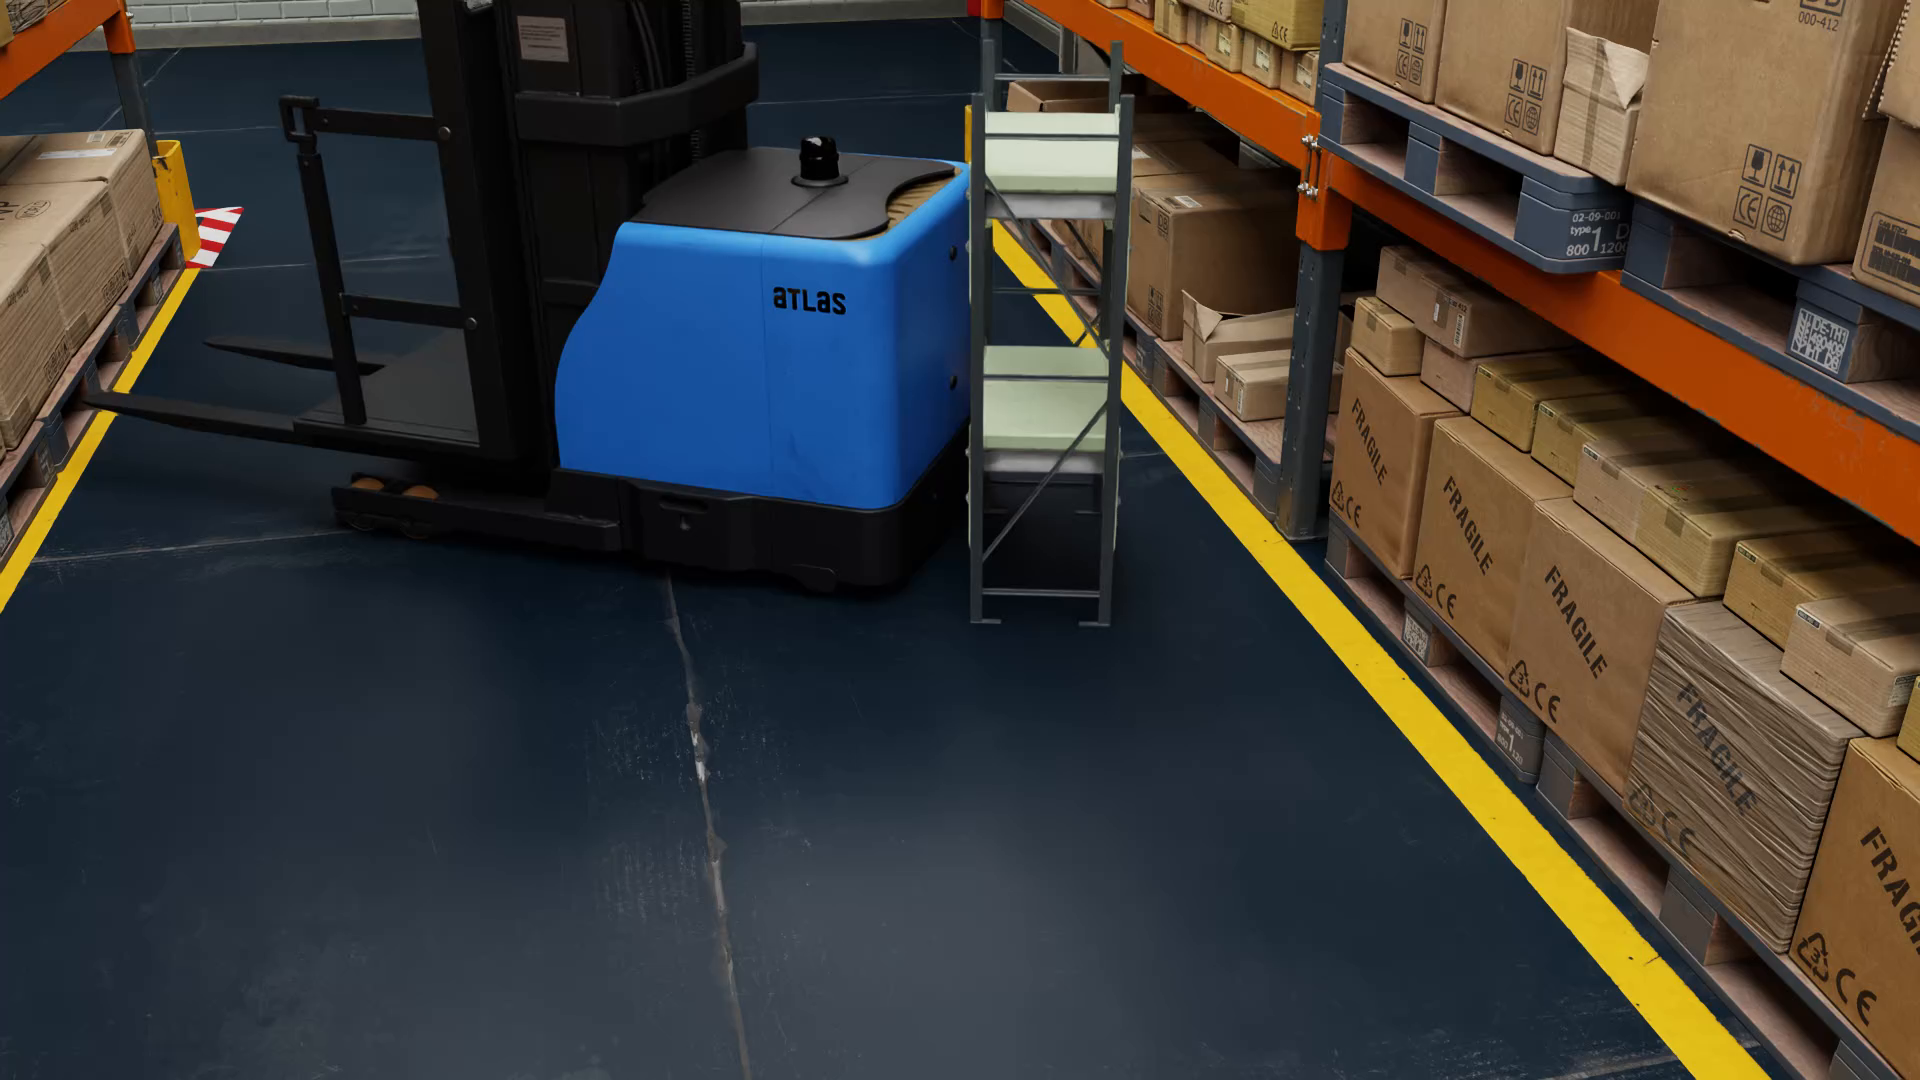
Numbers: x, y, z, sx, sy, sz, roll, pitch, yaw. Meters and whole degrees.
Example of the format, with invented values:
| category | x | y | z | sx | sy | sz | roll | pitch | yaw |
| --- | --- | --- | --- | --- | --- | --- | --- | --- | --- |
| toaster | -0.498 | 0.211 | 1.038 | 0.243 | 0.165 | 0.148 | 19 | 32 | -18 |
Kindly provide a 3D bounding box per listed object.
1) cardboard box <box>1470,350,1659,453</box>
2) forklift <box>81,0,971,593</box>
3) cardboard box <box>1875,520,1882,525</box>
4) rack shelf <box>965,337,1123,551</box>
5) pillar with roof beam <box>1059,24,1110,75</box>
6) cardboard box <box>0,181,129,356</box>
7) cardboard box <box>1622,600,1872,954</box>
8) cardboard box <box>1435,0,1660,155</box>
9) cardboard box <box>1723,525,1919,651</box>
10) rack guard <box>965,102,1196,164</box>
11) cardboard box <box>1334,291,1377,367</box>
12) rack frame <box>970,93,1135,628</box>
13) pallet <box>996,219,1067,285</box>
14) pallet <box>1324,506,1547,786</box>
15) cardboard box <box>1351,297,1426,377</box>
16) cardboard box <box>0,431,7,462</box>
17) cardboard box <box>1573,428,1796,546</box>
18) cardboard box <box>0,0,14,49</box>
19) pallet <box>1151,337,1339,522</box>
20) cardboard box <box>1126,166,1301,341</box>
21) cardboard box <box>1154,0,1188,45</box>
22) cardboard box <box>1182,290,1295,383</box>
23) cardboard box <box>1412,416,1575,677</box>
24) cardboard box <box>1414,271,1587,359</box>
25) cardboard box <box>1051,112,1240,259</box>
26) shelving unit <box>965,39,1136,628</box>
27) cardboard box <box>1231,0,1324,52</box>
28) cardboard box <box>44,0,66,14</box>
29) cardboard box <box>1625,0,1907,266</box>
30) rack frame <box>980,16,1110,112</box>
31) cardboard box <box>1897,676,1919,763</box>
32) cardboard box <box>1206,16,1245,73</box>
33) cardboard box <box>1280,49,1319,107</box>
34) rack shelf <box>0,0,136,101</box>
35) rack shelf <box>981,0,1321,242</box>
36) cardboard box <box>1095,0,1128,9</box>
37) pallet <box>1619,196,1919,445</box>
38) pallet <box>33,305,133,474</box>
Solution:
| category | x | y | z | sx | sy | sz | roll | pitch | yaw |
| --- | --- | --- | --- | --- | --- | --- | --- | --- | --- |
| cardboard box | 1.535 | -0.356 | 4.214 | 0.380 | 0.149 | 0.250 | -7 | 28 | -14 |
| forklift | -1.476 | -1.528 | 5.024 | 3.031 | 2.935 | 1.130 | 8 | 28 | 16 |
| cardboard box | 2.204 | -0.069 | 3.647 | 0.380 | 0.149 | 0.250 | -6 | 27 | -11 |
| rack shelf | 0.247 | -0.301 | 4.905 | 0.431 | 0.370 | 0.720 | 1 | 27 | 3 |
| pillar with roof beam | -3.319 | -6.677 | 8.491 | 9.100 | 9.000 | 0.400 | -6 | 27 | -12 |
| cardboard box | -3.769 | -1.018 | 6.315 | 0.875 | 0.438 | 0.875 | -5 | 27 | -10 |
| cardboard box | 1.745 | 0.440 | 3.358 | 0.500 | 0.500 | 0.500 | -7 | 28 | -13 |
| cardboard box | 1.514 | -1.174 | 3.670 | 0.700 | 0.500 | 0.500 | -6 | 27 | -11 |
| cardboard box | 1.773 | 0.101 | 3.309 | 0.380 | 0.149 | 0.250 | -6 | 27 | -11 |
| rack guard | 0.622 | -2.011 | 8.680 | 1.175 | 0.500 | 0.348 | -6 | 27 | -12 |
| cardboard box | 1.588 | -0.706 | 5.837 | 0.500 | 0.311 | 0.500 | -5 | 27 | -10 |
| rack frame | 0.229 | -0.427 | 4.432 | 0.400 | 1.500 | 0.023 | 1 | 27 | 3 |
| pallet | 0.803 | -1.532 | 8.052 | 1.003 | 0.211 | 1.213 | -6 | 27 | -12 |
| pallet | 1.727 | 0.194 | 4.632 | 1.003 | 0.211 | 1.213 | -6 | 27 | -12 |
| cardboard box | 1.328 | -0.581 | 4.661 | 0.380 | 0.149 | 0.250 | -5 | 27 | -9 |
| cardboard box | -3.366 | -0.229 | 4.752 | 0.875 | 0.438 | 0.875 | -6 | 27 | -12 |
| cardboard box | 1.630 | -0.123 | 3.754 | 0.380 | 0.149 | 0.250 | -6 | 27 | -12 |
| cardboard box | -3.511 | -1.843 | 5.461 | 0.500 | 0.500 | 0.500 | -5 | 27 | -10 |
| pallet | 1.353 | -0.461 | 5.930 | 1.003 | 0.211 | 1.213 | -6 | 27 | -12 |
| cardboard box | 1.039 | -1.119 | 6.446 | 0.700 | 0.500 | 0.500 | -7 | 28 | -14 |
| cardboard box | 0.909 | -1.858 | 5.880 | 0.380 | 0.149 | 0.250 | -6 | 27 | -12 |
| cardboard box | 1.014 | -0.743 | 5.961 | 0.396 | 0.266 | 0.258 | -5 | 27 | -10 |
| cardboard box | 1.526 | -0.008 | 4.245 | 0.500 | 0.500 | 0.500 | -6 | 27 | -12 |
| cardboard box | 1.433 | -0.605 | 4.377 | 0.380 | 0.149 | 0.250 | -7 | 28 | -14 |
| cardboard box | 0.805 | -1.575 | 7.349 | 0.700 | 0.500 | 0.500 | -5 | 27 | -9 |
| shelving unit | 0.247 | -0.592 | 4.758 | 0.431 | 1.500 | 0.755 | 1 | 27 | 3 |
| cardboard box | 1.154 | -1.669 | 5.064 | 0.500 | 0.250 | 0.500 | -5 | 27 | -10 |
| cardboard box | -3.765 | -2.293 | 6.353 | 0.500 | 0.500 | 0.500 | -7 | 28 | -13 |
| cardboard box | 1.691 | -0.830 | 2.988 | 0.700 | 0.500 | 0.500 | -6 | 27 | -12 |
| rack frame | 0.605 | -3.161 | 8.183 | 1.000 | 3.000 | 0.127 | -6 | 27 | -12 |
| cardboard box | 1.870 | 0.333 | 2.850 | 0.380 | 0.149 | 0.250 | -6 | 27 | -12 |
| cardboard box | 1.027 | -1.630 | 5.430 | 0.380 | 0.149 | 0.250 | -5 | 27 | -10 |
| cardboard box | 1.189 | -1.407 | 4.987 | 0.380 | 0.149 | 0.250 | -6 | 27 | -11 |
| rack shelf | -3.779 | -1.456 | 5.603 | 1.077 | 0.370 | 4.000 | -6 | 27 | -12 |
| rack shelf | 1.056 | -1.961 | 6.605 | 1.077 | 0.370 | 4.000 | -6 | 27 | -12 |
| cardboard box | 0.733 | -2.192 | 6.543 | 0.380 | 0.149 | 0.250 | -5 | 27 | -10 |
| pallet | 1.965 | -0.416 | 2.958 | 1.003 | 0.211 | 1.213 | -6 | 27 | -12 |
| pallet | -3.702 | -0.532 | 6.071 | 1.003 | 0.211 | 1.213 | -6 | 27 | -12 |
